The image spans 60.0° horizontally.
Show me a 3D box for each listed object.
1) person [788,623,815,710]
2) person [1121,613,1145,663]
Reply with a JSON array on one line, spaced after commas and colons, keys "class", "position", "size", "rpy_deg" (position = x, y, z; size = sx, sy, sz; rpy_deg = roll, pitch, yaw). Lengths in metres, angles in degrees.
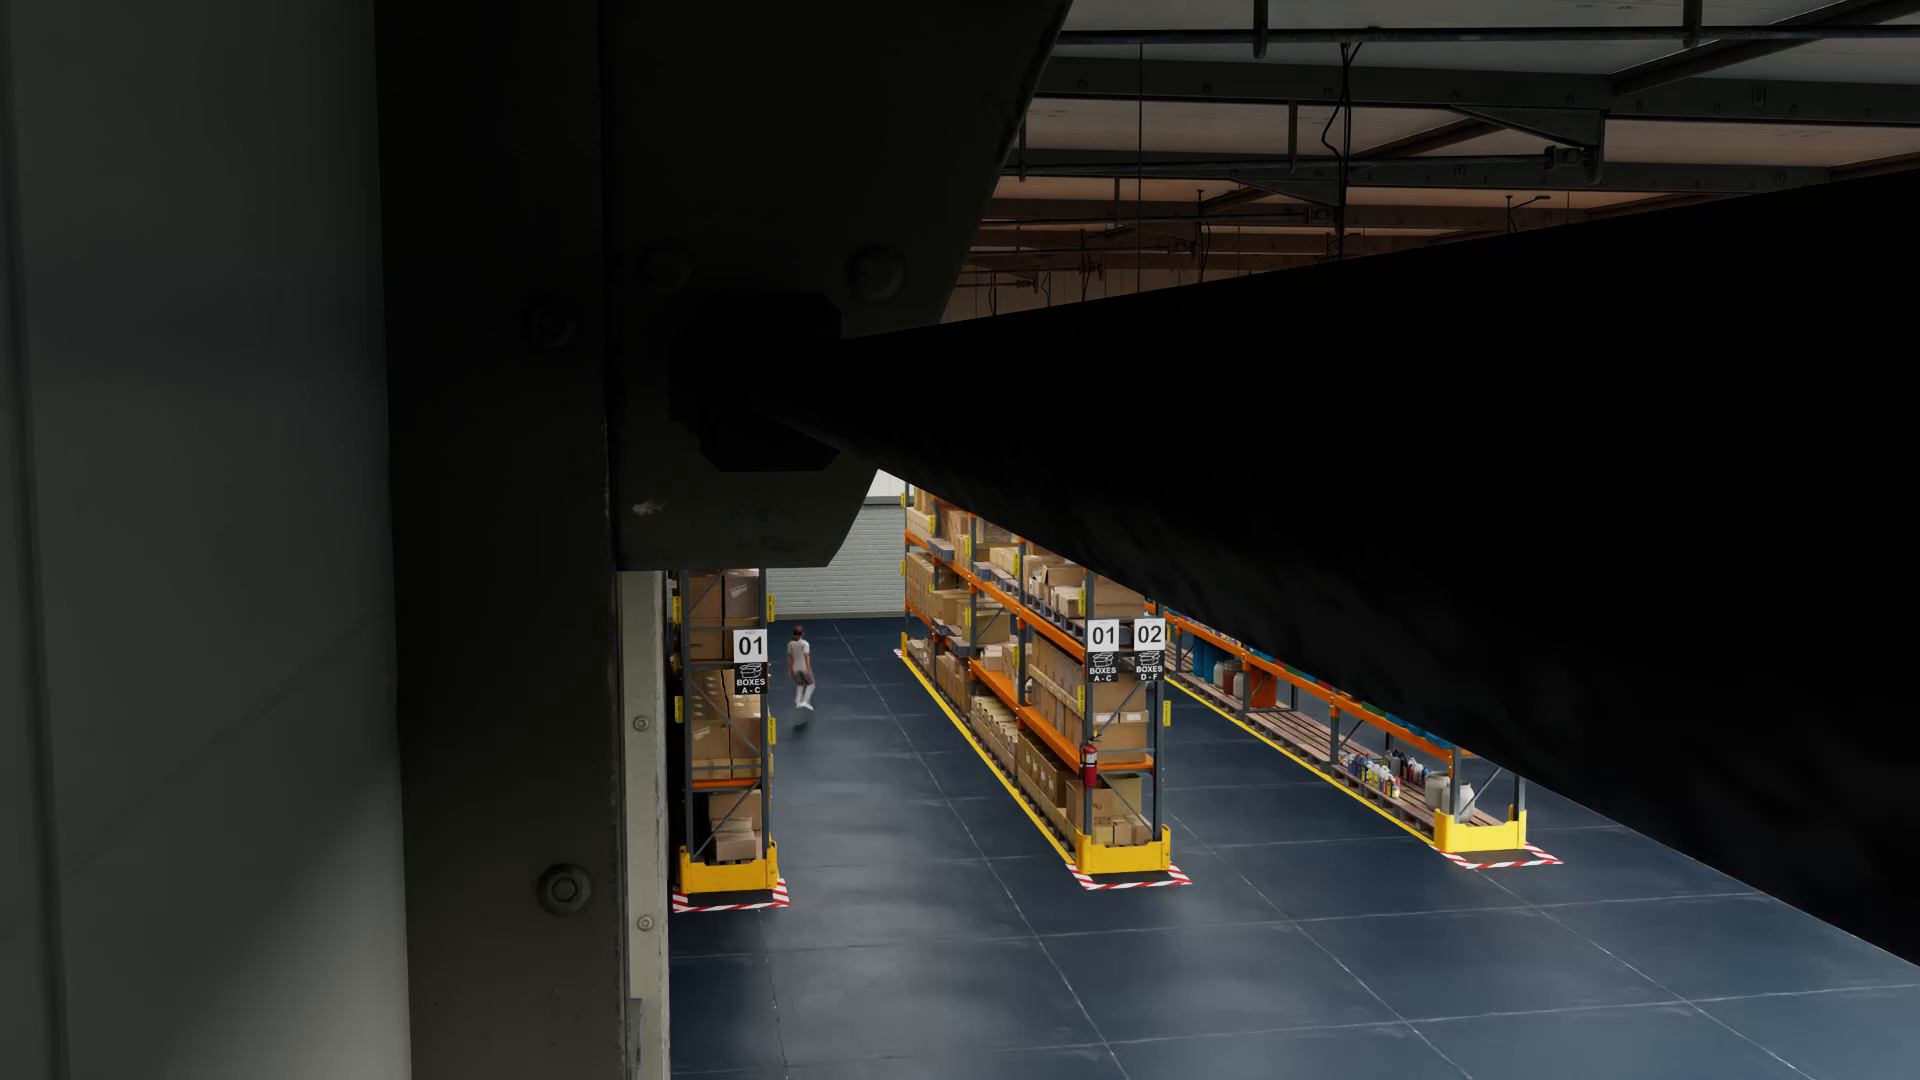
[{"class": "person", "position": [-2.850, 2.266, 29.699], "size": [0.481, 1.571, 0.544], "rpy_deg": [1, 6, 8]}, {"class": "person", "position": [3.457, 1.847, 33.154], "size": [0.536, 1.685, 0.624], "rpy_deg": [-2, 6, -22]}]
